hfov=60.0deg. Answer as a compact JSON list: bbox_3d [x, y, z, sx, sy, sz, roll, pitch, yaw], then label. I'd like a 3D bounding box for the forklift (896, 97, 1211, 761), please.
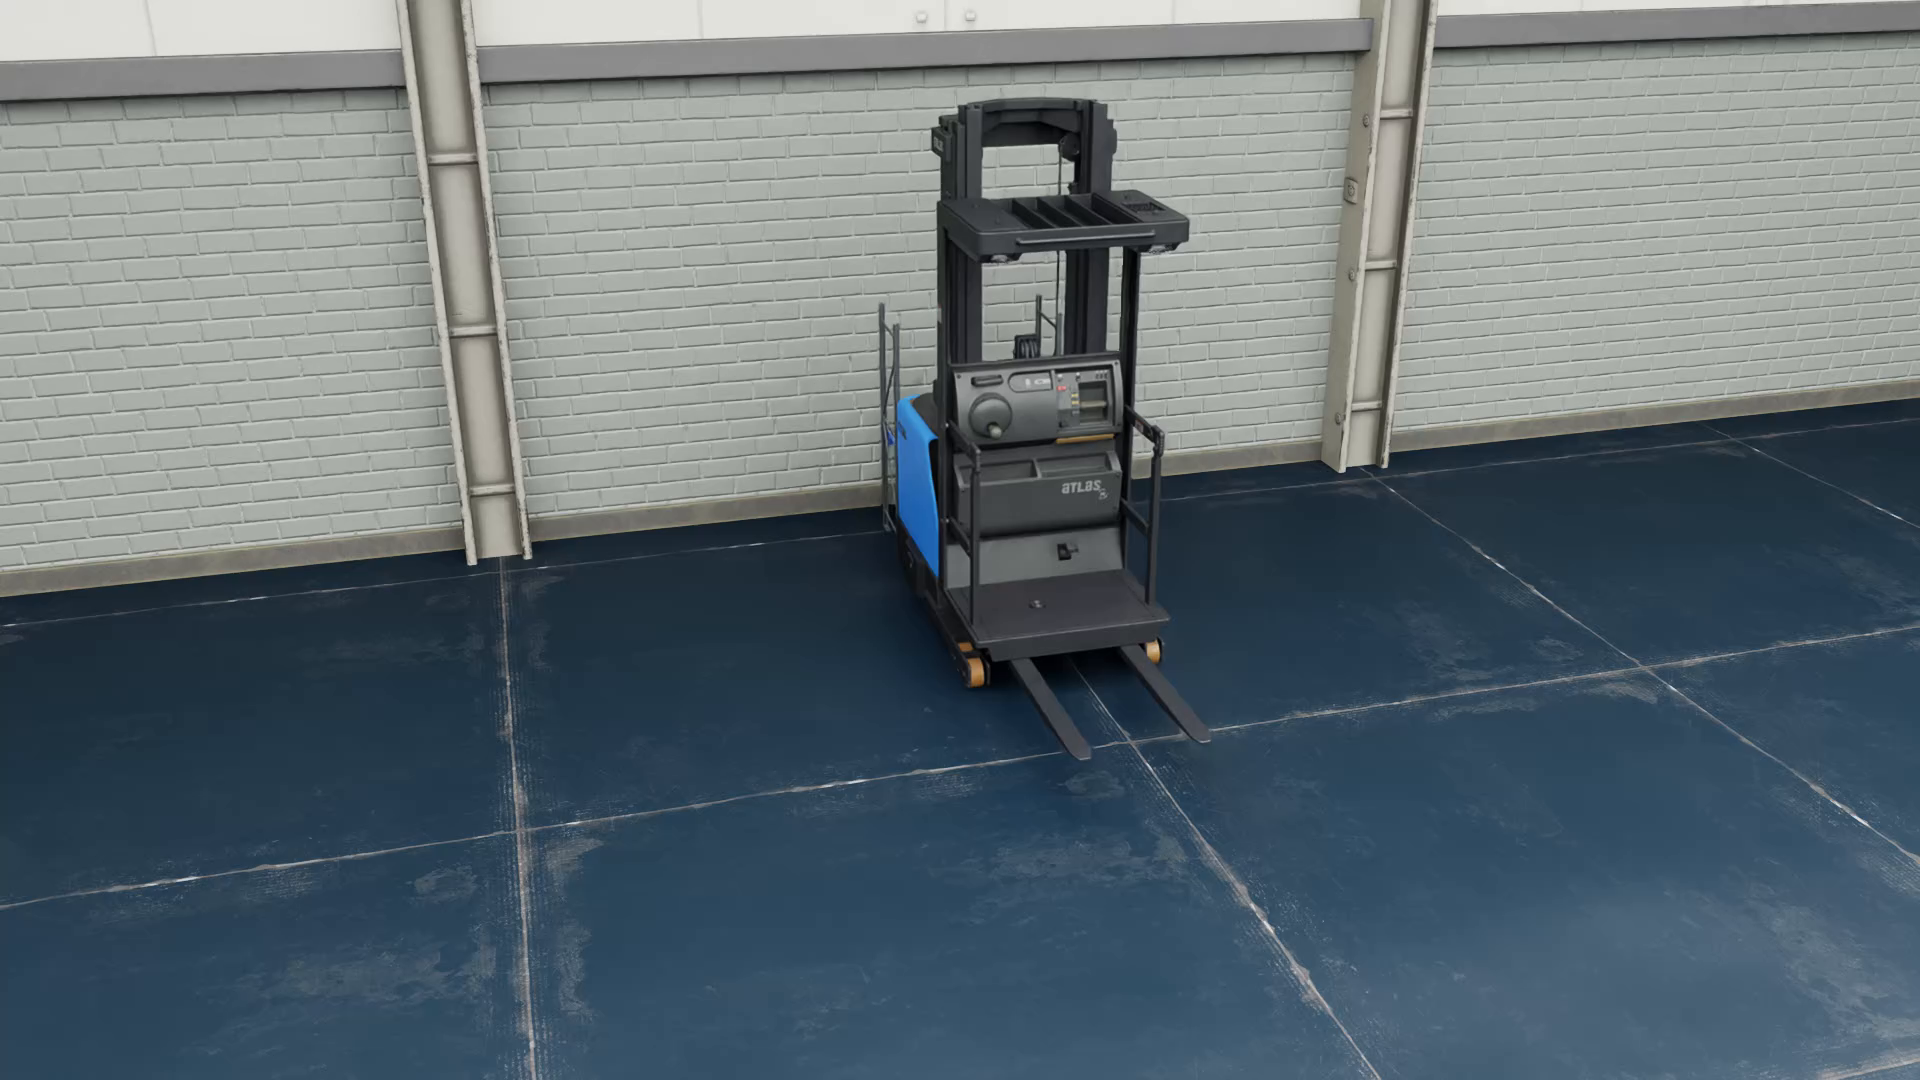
[{"bbox_3d":[0.483,-0.722,8.717,1.130,2.935,3.031,-6,24,-14],"label":"forklift"}]

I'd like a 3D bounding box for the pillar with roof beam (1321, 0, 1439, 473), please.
[{"bbox_3d":[4.015,-3.061,6.472,0.400,9.000,9.100,-6,24,-14],"label":"pillar with roof beam"}]

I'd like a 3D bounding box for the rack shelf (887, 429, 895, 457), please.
[{"bbox_3d":[0.058,-0.577,10.647,1.000,0.185,0.538,-5,24,-12],"label":"rack shelf"}]

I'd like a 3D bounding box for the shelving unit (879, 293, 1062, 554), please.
[{"bbox_3d":[0.058,-0.742,10.577,1.048,1.500,0.538,-5,24,-12],"label":"shelving unit"}]

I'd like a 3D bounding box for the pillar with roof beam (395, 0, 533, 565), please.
[{"bbox_3d":[-1.762,-2.422,4.983,0.400,9.000,9.100,-6,24,-14],"label":"pillar with roof beam"}]

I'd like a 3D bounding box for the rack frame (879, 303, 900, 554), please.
[{"bbox_3d":[-0.437,-0.696,10.469,0.032,1.500,0.500,-5,24,-12],"label":"rack frame"}]

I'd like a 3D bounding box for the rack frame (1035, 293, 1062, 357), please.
[{"bbox_3d":[0.552,-0.788,10.684,0.032,1.500,0.500,-5,24,-12],"label":"rack frame"}]
